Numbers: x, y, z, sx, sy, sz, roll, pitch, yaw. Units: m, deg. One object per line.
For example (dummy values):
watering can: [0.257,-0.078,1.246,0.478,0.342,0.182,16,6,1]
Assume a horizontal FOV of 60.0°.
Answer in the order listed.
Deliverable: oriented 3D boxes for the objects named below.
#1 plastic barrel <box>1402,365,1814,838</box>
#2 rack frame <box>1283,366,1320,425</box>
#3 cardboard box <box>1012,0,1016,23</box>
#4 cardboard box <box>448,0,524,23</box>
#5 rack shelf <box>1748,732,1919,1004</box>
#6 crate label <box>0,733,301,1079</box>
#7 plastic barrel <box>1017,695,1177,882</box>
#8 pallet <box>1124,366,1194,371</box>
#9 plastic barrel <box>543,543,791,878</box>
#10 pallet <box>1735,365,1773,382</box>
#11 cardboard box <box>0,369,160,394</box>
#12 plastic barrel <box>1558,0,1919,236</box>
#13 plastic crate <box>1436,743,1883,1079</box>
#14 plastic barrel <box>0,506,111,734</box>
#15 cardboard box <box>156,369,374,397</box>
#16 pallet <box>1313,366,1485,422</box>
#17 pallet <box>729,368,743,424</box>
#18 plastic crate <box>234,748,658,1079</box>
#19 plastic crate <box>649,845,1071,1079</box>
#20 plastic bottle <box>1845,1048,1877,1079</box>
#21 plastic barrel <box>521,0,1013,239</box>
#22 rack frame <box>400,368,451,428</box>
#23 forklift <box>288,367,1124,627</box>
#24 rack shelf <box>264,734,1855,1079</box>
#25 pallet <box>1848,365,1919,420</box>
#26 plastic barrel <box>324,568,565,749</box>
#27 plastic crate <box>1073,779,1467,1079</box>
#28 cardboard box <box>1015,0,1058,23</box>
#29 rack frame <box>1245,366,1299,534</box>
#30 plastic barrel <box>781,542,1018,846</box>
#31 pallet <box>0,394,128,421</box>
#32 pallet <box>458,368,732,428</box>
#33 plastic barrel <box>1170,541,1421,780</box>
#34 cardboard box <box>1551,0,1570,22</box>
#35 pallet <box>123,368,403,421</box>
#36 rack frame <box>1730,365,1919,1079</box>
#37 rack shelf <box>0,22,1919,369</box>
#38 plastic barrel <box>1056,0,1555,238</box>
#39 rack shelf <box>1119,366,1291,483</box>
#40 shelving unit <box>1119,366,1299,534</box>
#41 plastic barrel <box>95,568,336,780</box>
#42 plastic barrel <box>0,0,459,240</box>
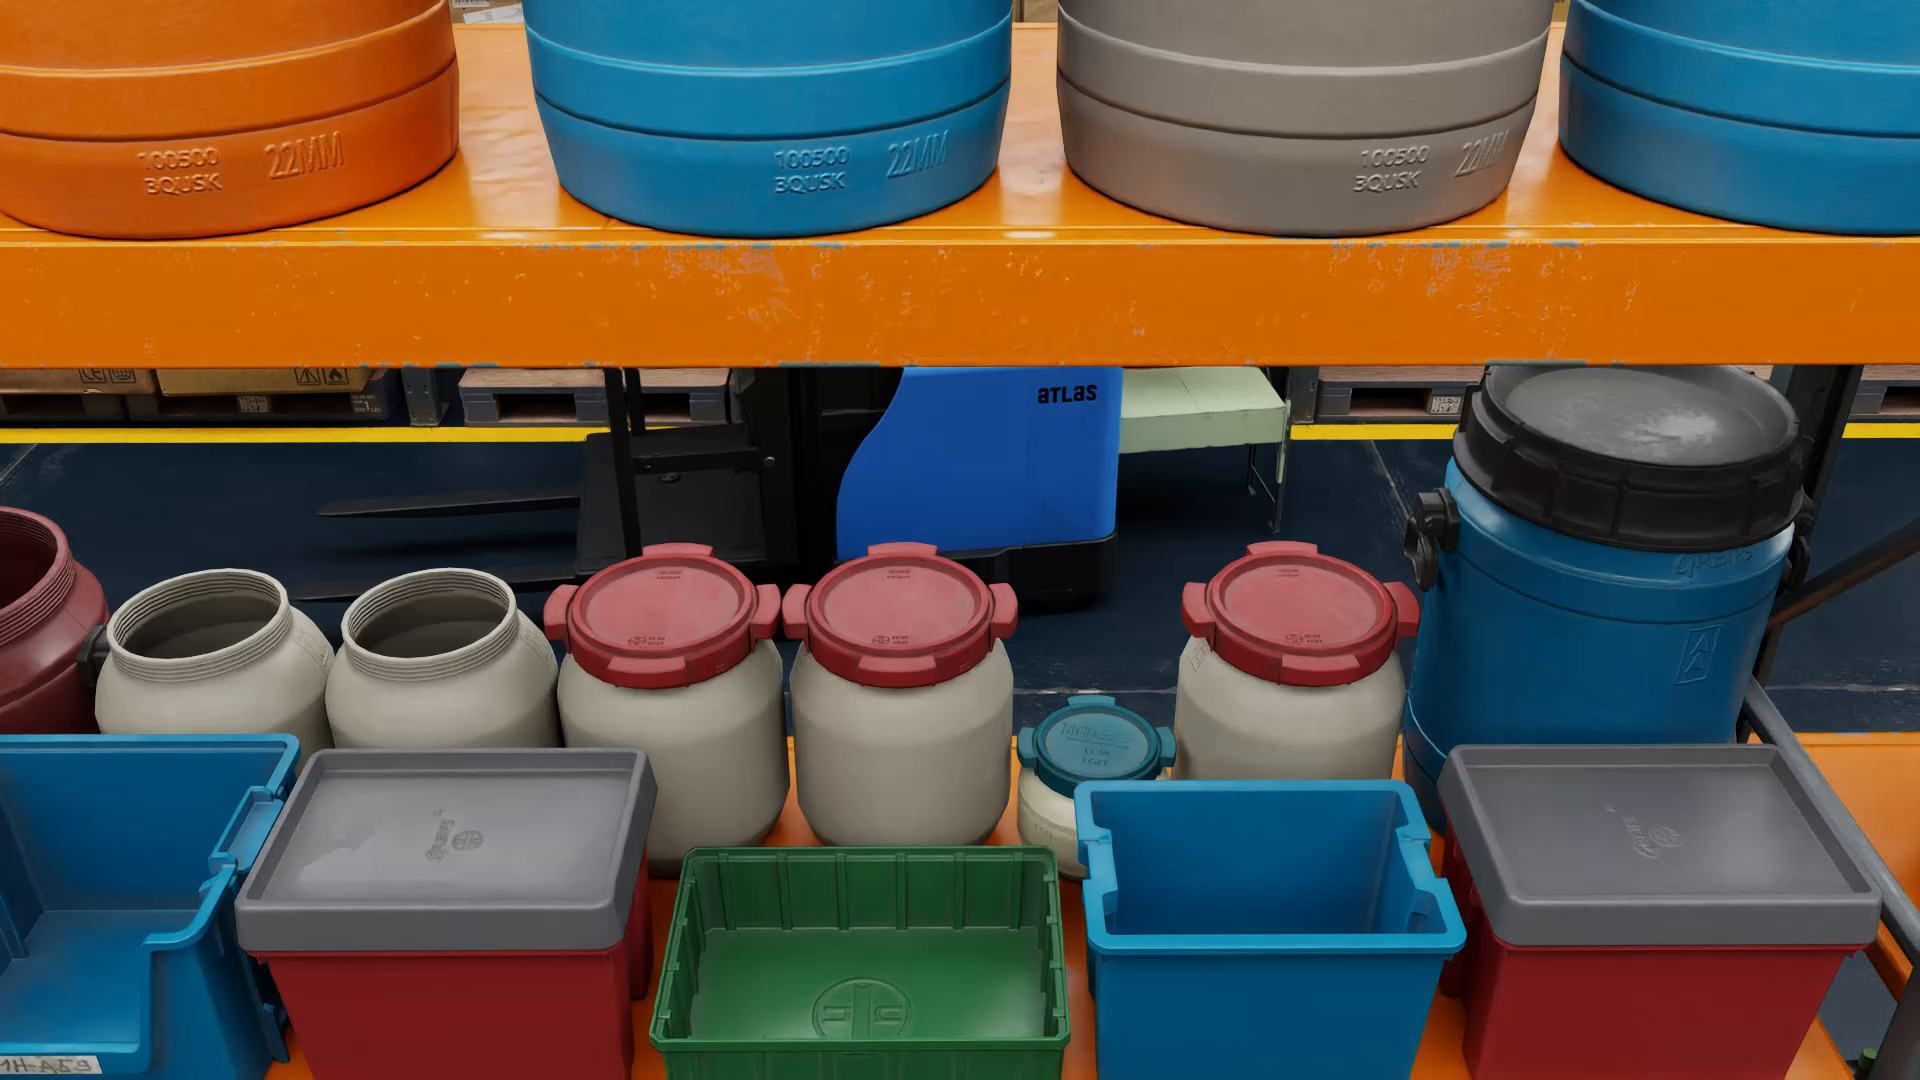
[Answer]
plastic barrel: [1.193,0.132,3.157,0.708,0.901,0.600,0,31,0]
rack frame: [1.552,-2.067,7.265,0.127,3.000,1.000,0,31,0]
cardboard box: [0.038,-3.808,11.899,0.750,0.750,1.050,0,31,0]
cardboard box: [-1.908,-2.299,7.146,0.500,0.500,0.500,-4,31,-6]
rack shelf: [3.582,0.804,3.227,4.000,0.370,1.077,0,31,0]
crate label: [-1.423,0.637,2.775,0.616,0.435,0.502,0,31,0]
plastic barrel: [0.257,0.486,3.191,0.301,0.262,0.301,0,31,0]
pallet: [0.773,-0.872,7.983,1.213,0.211,1.003,0,31,0]
plastic barrel: [-0.543,0.337,3.172,0.433,0.535,0.433,0,31,0]
pallet: [3.446,-0.900,8.031,1.213,0.211,1.003,0,31,0]
cardboard box: [-4.030,-1.335,7.703,0.875,0.875,1.225,0,31,0]
plastic barrel: [1.074,-0.880,1.934,0.708,0.901,0.600,0,31,0]
plastic crate: [1.099,0.635,2.750,0.583,0.464,0.402,0,31,0]
plastic barrel: [-1.956,0.298,3.236,0.708,0.536,0.600,0,31,0]
cardboard box: [-3.138,-1.334,7.701,0.875,0.875,1.225,-2,31,-3]
pallet: [2.223,-0.895,8.022,1.213,0.211,1.003,0,31,0]
pallet: [-0.450,-0.866,7.974,1.213,0.211,1.003,0,31,0]
plastic crate: [-0.801,0.641,2.740,0.583,0.464,0.402,0,31,0]
plastic crate: [-0.158,0.745,2.835,0.662,0.188,0.450,0,31,0]
plastic bottle: [2.061,1.303,3.905,0.133,0.283,0.061,1,31,2]
plastic barrel: [-0.234,-0.876,1.927,0.708,0.901,0.600,0,31,0]
rack frame: [-2.448,-2.054,7.244,0.127,3.000,1.000,0,31,0]
forklift: [-0.969,-1.140,5.803,3.031,2.935,1.130,-5,32,-7]
rack shelf: [-0.418,0.816,3.207,4.000,0.370,1.077,0,31,0]
pallet: [4.663,-0.903,8.034,1.213,0.211,1.003,0,31,0]
plastic barrel: [-0.970,0.352,3.171,0.421,0.512,0.421,0,31,0]
plastic crate: [0.480,0.674,2.763,0.575,0.384,0.392,0,31,0]
cardboard box: [0.756,-2.573,7.116,1.000,1.000,1.000,0,31,0]
rack frame: [1.264,-0.770,6.574,0.023,1.500,0.400,-5,32,-7]
plastic barrel: [-0.110,0.336,3.174,0.433,0.535,0.433,0,31,0]
pallet: [-4.454,-0.896,8.024,1.213,0.211,1.003,0,31,0]
pallet: [-1.667,-0.864,7.970,1.213,0.211,1.003,0,31,0]
plastic barrel: [0.624,0.333,3.178,0.433,0.535,0.433,0,31,0]
cardboard box: [2.502,-2.189,7.084,0.500,0.500,0.875,0,31,0]
pallet: [-3.237,-0.899,8.028,1.213,0.211,1.003,0,31,0]
rack frame: [1.582,0.501,3.033,0.053,2.616,0.949,0,31,0]
rack shelf: [-0.418,-0.466,2.429,4.000,0.370,1.077,0,31,0]
plastic barrel: [0.420,-0.878,1.931,0.600,0.901,0.600,0,31,0]
rack shelf: [0.902,-0.463,6.696,0.720,0.370,0.431,-5,32,-7]
shelving unit: [0.902,-0.742,6.527,0.755,1.500,0.431,-5,32,-7]
plastic barrel: [-1.391,0.353,3.169,0.421,0.512,0.421,0,31,0]
plastic barrel: [-0.942,-0.843,1.942,0.708,0.830,0.600,0,31,0]
